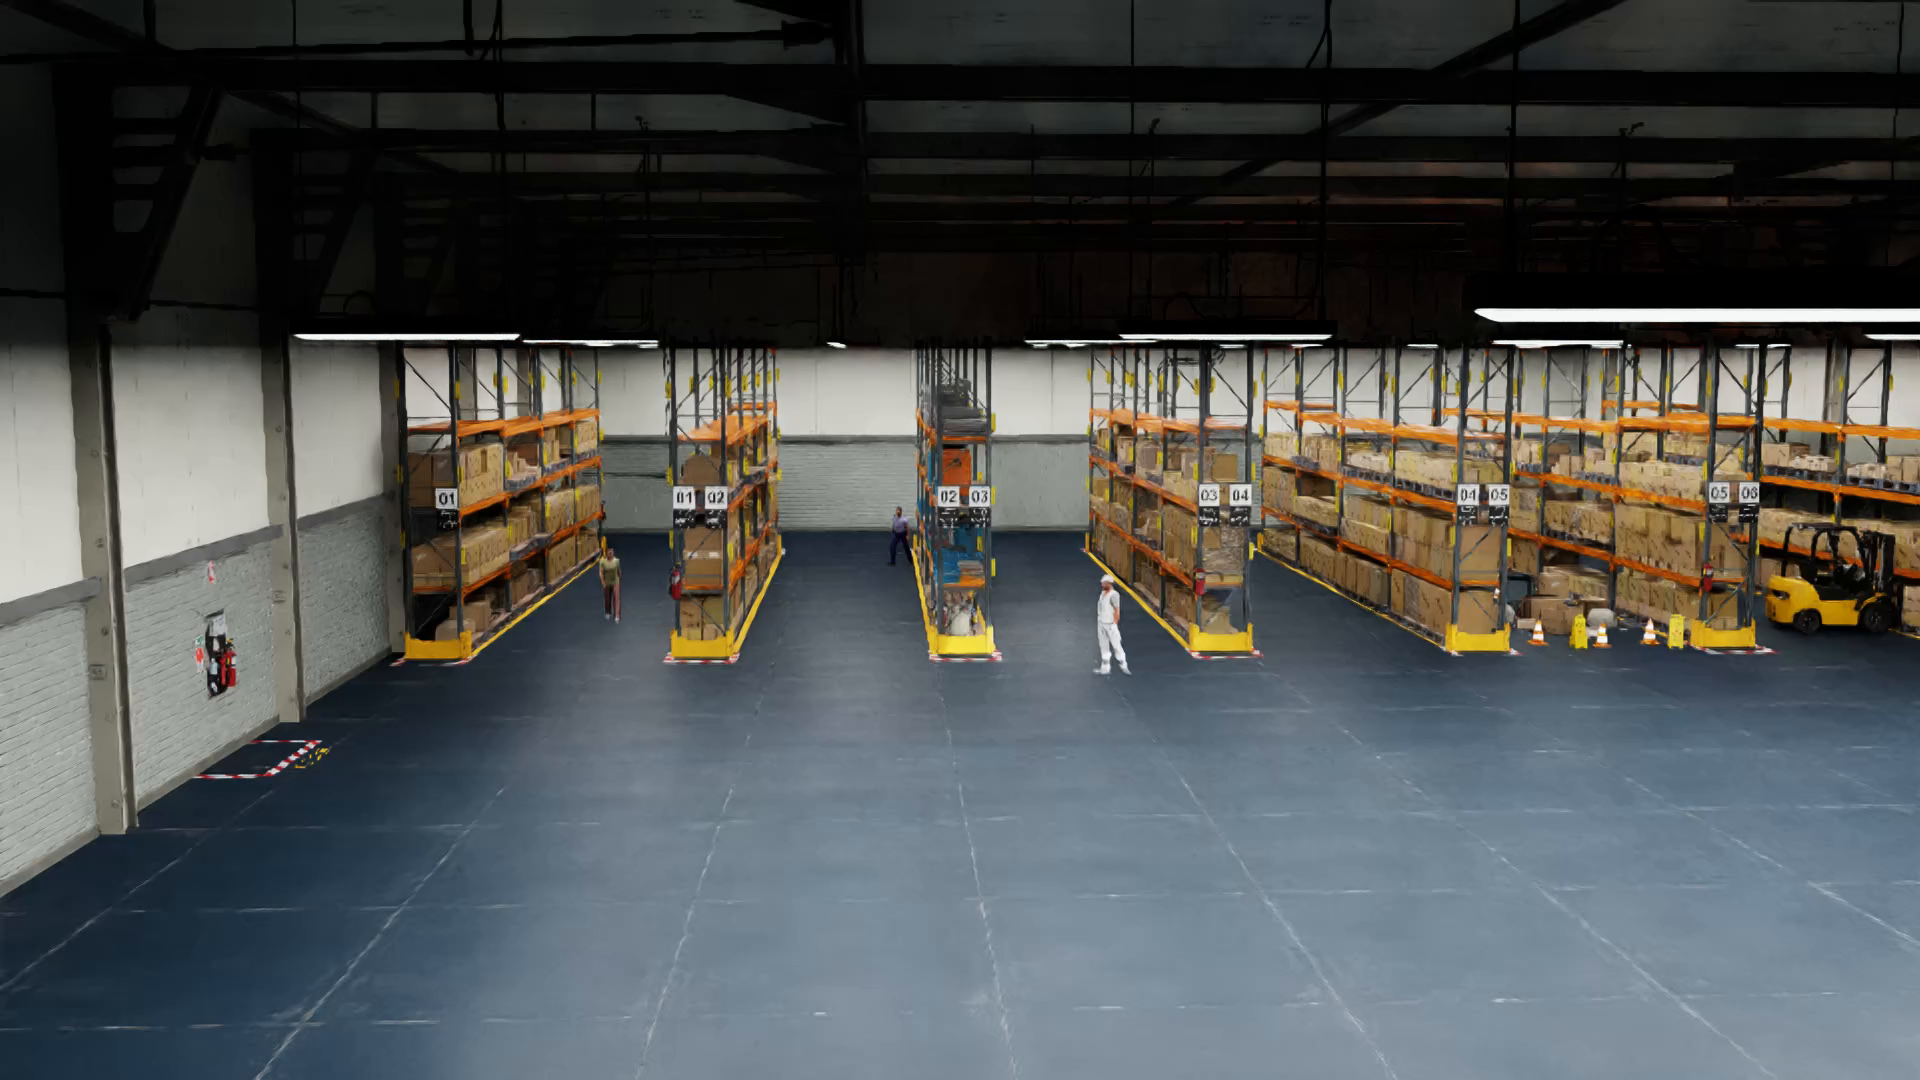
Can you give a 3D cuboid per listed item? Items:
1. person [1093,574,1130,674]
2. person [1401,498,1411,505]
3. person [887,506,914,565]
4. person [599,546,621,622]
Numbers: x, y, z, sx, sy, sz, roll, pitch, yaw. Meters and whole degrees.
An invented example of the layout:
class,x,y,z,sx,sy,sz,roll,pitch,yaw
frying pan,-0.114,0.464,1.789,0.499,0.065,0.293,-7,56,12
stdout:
class,x,y,z,sx,sy,sz,roll,pitch,yaw
person,2.706,1.494,29.551,0.477,1.787,0.732,-4,8,-33
person,12.521,-0.427,46.774,0.480,1.672,0.553,-1,7,-7
person,-1.575,-0.129,44.612,0.523,1.585,0.946,2,7,19
person,-7.413,0.913,35.238,0.446,1.604,1.016,-1,7,-11
